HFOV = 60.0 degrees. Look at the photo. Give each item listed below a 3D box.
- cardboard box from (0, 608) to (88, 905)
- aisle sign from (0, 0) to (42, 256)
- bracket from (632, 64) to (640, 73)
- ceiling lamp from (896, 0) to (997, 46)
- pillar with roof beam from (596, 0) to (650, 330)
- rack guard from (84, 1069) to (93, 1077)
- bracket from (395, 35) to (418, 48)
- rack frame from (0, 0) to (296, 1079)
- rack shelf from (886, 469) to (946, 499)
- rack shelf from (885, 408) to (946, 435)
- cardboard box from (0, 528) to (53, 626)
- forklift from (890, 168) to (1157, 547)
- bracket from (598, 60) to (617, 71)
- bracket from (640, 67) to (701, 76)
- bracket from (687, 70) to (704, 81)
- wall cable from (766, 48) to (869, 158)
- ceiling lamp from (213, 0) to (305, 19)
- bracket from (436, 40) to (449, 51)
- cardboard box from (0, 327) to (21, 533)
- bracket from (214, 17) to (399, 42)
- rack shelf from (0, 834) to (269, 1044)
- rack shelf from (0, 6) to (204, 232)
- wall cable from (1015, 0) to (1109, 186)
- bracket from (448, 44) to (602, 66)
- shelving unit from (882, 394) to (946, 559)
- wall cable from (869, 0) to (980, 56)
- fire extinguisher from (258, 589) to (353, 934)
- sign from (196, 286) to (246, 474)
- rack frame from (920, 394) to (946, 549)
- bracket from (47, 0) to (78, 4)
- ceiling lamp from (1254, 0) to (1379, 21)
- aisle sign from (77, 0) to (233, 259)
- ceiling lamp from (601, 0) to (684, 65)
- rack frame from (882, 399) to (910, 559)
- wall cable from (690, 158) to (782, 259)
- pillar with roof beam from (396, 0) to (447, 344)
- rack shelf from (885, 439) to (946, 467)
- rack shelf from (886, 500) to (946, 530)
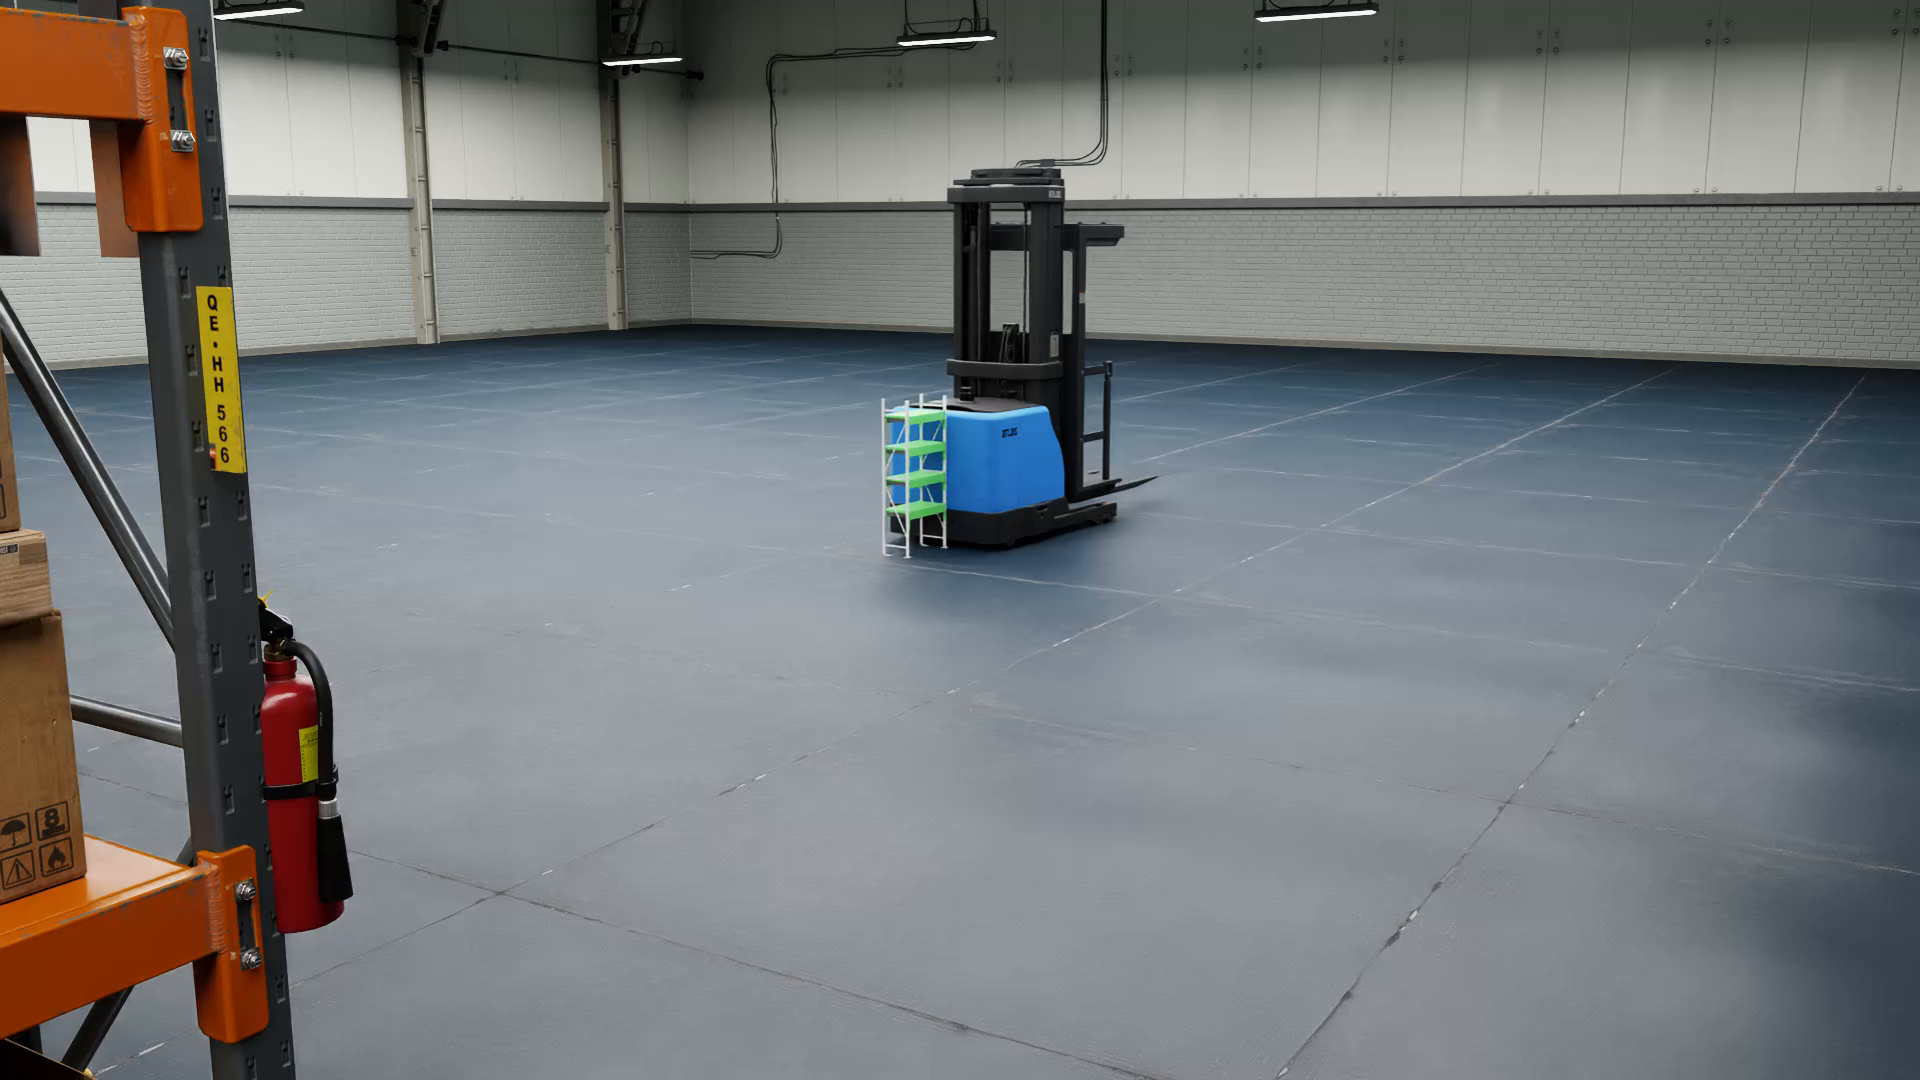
[{"bbox_3d":[-2.015,0.373,2.955,0.700,0.500,0.500,6,12,31],"label":"cardboard box"},{"bbox_3d":[-1.989,-0.968,3.322,0.394,0.787,0.004,6,12,31],"label":"aisle sign"},{"bbox_3d":[-7.978,-11.462,40.356,0.235,0.232,0.430,6,12,31],"label":"bracket"},{"bbox_3d":[-0.128,-10.763,30.542,2.000,3.185,0.800,6,12,31],"label":"ceiling lamp"},{"bbox_3d":[-4.817,-9.250,38.323,9.100,9.000,0.548,6,12,31],"label":"pillar with roof beam"},{"bbox_3d":[-1.749,1.575,3.600,1.175,0.500,0.348,6,12,31],"label":"rack guard"},{"bbox_3d":[-11.524,-10.388,34.619,0.235,0.232,0.430,6,12,31],"label":"bracket"},{"bbox_3d":[-1.759,0.350,3.348,0.949,2.616,0.053,6,12,31],"label":"rack frame"},{"bbox_3d":[-0.348,-0.433,12.767,0.258,0.148,0.480,7,13,34],"label":"rack shelf"},{"bbox_3d":[-0.348,-0.905,12.679,0.258,0.148,0.480,7,13,34],"label":"rack shelf"},{"bbox_3d":[-1.797,0.060,2.862,0.380,0.149,0.250,6,12,30],"label":"cardboard box"},{"bbox_3d":[0.685,-1.612,14.014,1.130,2.935,3.031,7,13,34],"label":"forklift"},{"bbox_3d":[-8.409,-11.331,39.659,0.235,0.232,0.430,6,12,31],"label":"bracket"},{"bbox_3d":[-7.054,-11.742,41.851,0.076,0.066,3.189,6,12,31],"label":"bracket"},{"bbox_3d":[-6.747,-11.835,42.347,0.235,0.232,0.430,6,12,31],"label":"bracket"},{"bbox_3d":[-3.525,-10.696,40.761,3.097,2.526,0.112,6,12,31],"label":"wall cable"},{"bbox_3d":[-11.173,-10.036,26.660,2.000,3.185,0.800,6,12,31],"label":"ceiling lamp"},{"bbox_3d":[-11.093,-10.518,35.316,0.235,0.232,0.430,6,12,31],"label":"bracket"},{"bbox_3d":[-2.042,-0.257,2.791,0.700,0.500,0.500,6,12,31],"label":"cardboard box"},{"bbox_3d":[-12.861,-9.983,32.454,0.076,0.066,4.783,6,12,31],"label":"bracket"},{"bbox_3d":[-2.800,1.018,1.736,1.077,0.370,4.000,6,12,31],"label":"rack shelf"},{"bbox_3d":[-2.800,-0.457,1.460,1.077,0.370,4.000,6,12,31],"label":"rack shelf"},{"bbox_3d":[2.268,-10.760,37.149,2.305,6.003,0.169,6,12,31],"label":"wall cable"},{"bbox_3d":[-9.746,-10.926,37.495,0.076,0.066,4.783,6,12,31],"label":"bracket"},{"bbox_3d":[-0.348,-0.496,12.756,0.258,1.200,0.503,7,13,34],"label":"shelving unit"},{"bbox_3d":[-0.880,-12.636,38.763,3.097,2.526,0.112,6,12,31],"label":"wall cable"},{"bbox_3d":[-1.303,0.413,3.219,0.296,0.674,0.183,6,12,31],"label":"fire extinguisher"},{"bbox_3d":[-1.305,-0.282,2.933,0.100,0.325,0.005,6,12,31],"label":"sign"},{"bbox_3d":[-0.210,-0.533,12.954,0.240,1.200,0.015,7,13,34],"label":"rack frame"},{"bbox_3d":[-15.977,-9.039,27.414,0.076,0.066,4.783,6,12,31],"label":"bracket"},{"bbox_3d":[5.906,-10.088,26.939,2.000,3.185,0.800,6,12,31],"label":"ceiling lamp"},{"bbox_3d":[-1.476,-0.910,3.016,0.394,0.787,0.004,6,12,31],"label":"aisle sign"},{"bbox_3d":[-6.444,-11.469,34.313,2.000,3.185,0.800,6,12,31],"label":"ceiling lamp"},{"bbox_3d":[-0.486,-0.459,12.558,0.240,1.200,0.015,7,13,34],"label":"rack frame"},{"bbox_3d":[-5.837,-8.472,42.606,3.097,2.526,0.112,6,12,31],"label":"wall cable"},{"bbox_3d":[-7.932,-8.306,33.283,9.100,9.000,0.548,6,12,31],"label":"pillar with roof beam"},{"bbox_3d":[-0.348,-0.669,12.723,0.258,0.148,0.480,7,13,34],"label":"rack shelf"},{"bbox_3d":[-0.348,-0.197,12.811,0.258,0.148,0.480,7,13,34],"label":"rack shelf"}]
